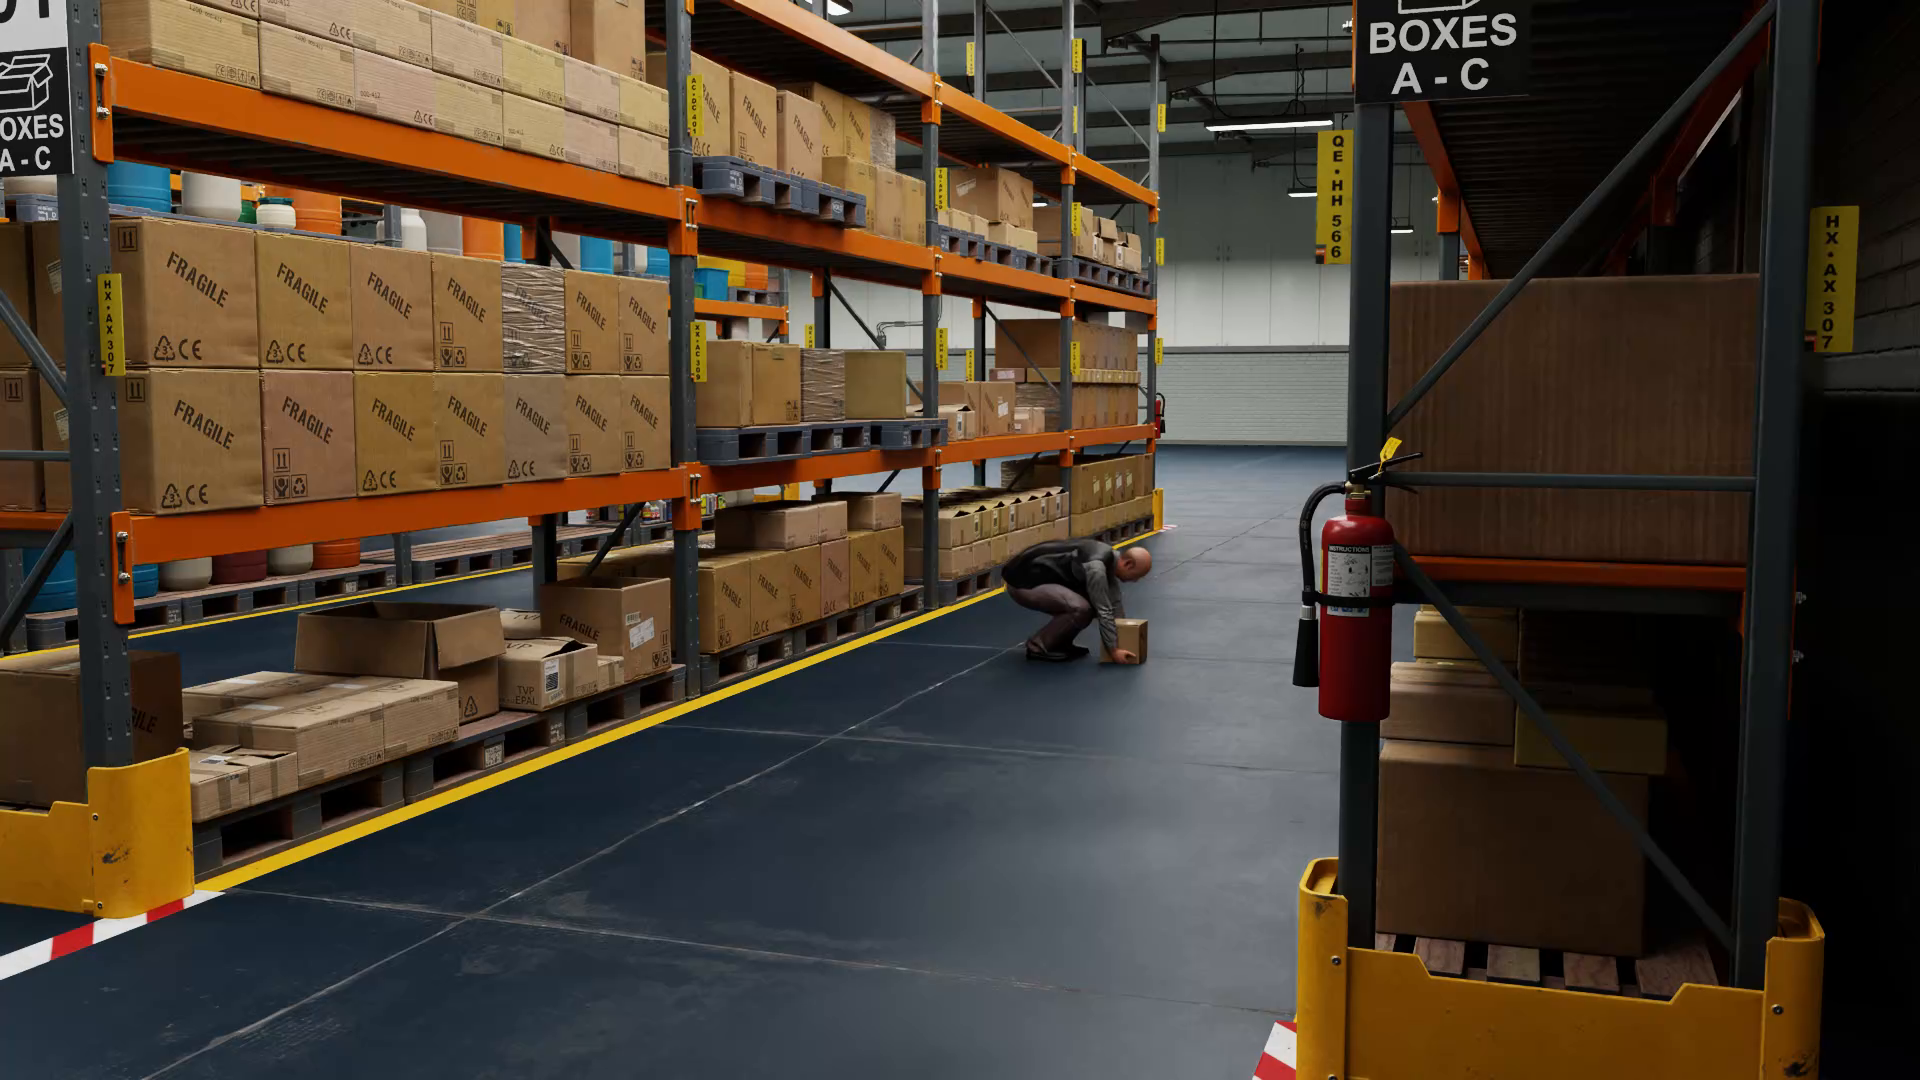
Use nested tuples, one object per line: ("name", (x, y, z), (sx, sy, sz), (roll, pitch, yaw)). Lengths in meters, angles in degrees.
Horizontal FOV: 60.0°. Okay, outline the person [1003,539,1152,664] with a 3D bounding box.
("person", (0.760, 0.387, 10.713), (0.938, 0.791, 0.505), (2, 5, 17))
